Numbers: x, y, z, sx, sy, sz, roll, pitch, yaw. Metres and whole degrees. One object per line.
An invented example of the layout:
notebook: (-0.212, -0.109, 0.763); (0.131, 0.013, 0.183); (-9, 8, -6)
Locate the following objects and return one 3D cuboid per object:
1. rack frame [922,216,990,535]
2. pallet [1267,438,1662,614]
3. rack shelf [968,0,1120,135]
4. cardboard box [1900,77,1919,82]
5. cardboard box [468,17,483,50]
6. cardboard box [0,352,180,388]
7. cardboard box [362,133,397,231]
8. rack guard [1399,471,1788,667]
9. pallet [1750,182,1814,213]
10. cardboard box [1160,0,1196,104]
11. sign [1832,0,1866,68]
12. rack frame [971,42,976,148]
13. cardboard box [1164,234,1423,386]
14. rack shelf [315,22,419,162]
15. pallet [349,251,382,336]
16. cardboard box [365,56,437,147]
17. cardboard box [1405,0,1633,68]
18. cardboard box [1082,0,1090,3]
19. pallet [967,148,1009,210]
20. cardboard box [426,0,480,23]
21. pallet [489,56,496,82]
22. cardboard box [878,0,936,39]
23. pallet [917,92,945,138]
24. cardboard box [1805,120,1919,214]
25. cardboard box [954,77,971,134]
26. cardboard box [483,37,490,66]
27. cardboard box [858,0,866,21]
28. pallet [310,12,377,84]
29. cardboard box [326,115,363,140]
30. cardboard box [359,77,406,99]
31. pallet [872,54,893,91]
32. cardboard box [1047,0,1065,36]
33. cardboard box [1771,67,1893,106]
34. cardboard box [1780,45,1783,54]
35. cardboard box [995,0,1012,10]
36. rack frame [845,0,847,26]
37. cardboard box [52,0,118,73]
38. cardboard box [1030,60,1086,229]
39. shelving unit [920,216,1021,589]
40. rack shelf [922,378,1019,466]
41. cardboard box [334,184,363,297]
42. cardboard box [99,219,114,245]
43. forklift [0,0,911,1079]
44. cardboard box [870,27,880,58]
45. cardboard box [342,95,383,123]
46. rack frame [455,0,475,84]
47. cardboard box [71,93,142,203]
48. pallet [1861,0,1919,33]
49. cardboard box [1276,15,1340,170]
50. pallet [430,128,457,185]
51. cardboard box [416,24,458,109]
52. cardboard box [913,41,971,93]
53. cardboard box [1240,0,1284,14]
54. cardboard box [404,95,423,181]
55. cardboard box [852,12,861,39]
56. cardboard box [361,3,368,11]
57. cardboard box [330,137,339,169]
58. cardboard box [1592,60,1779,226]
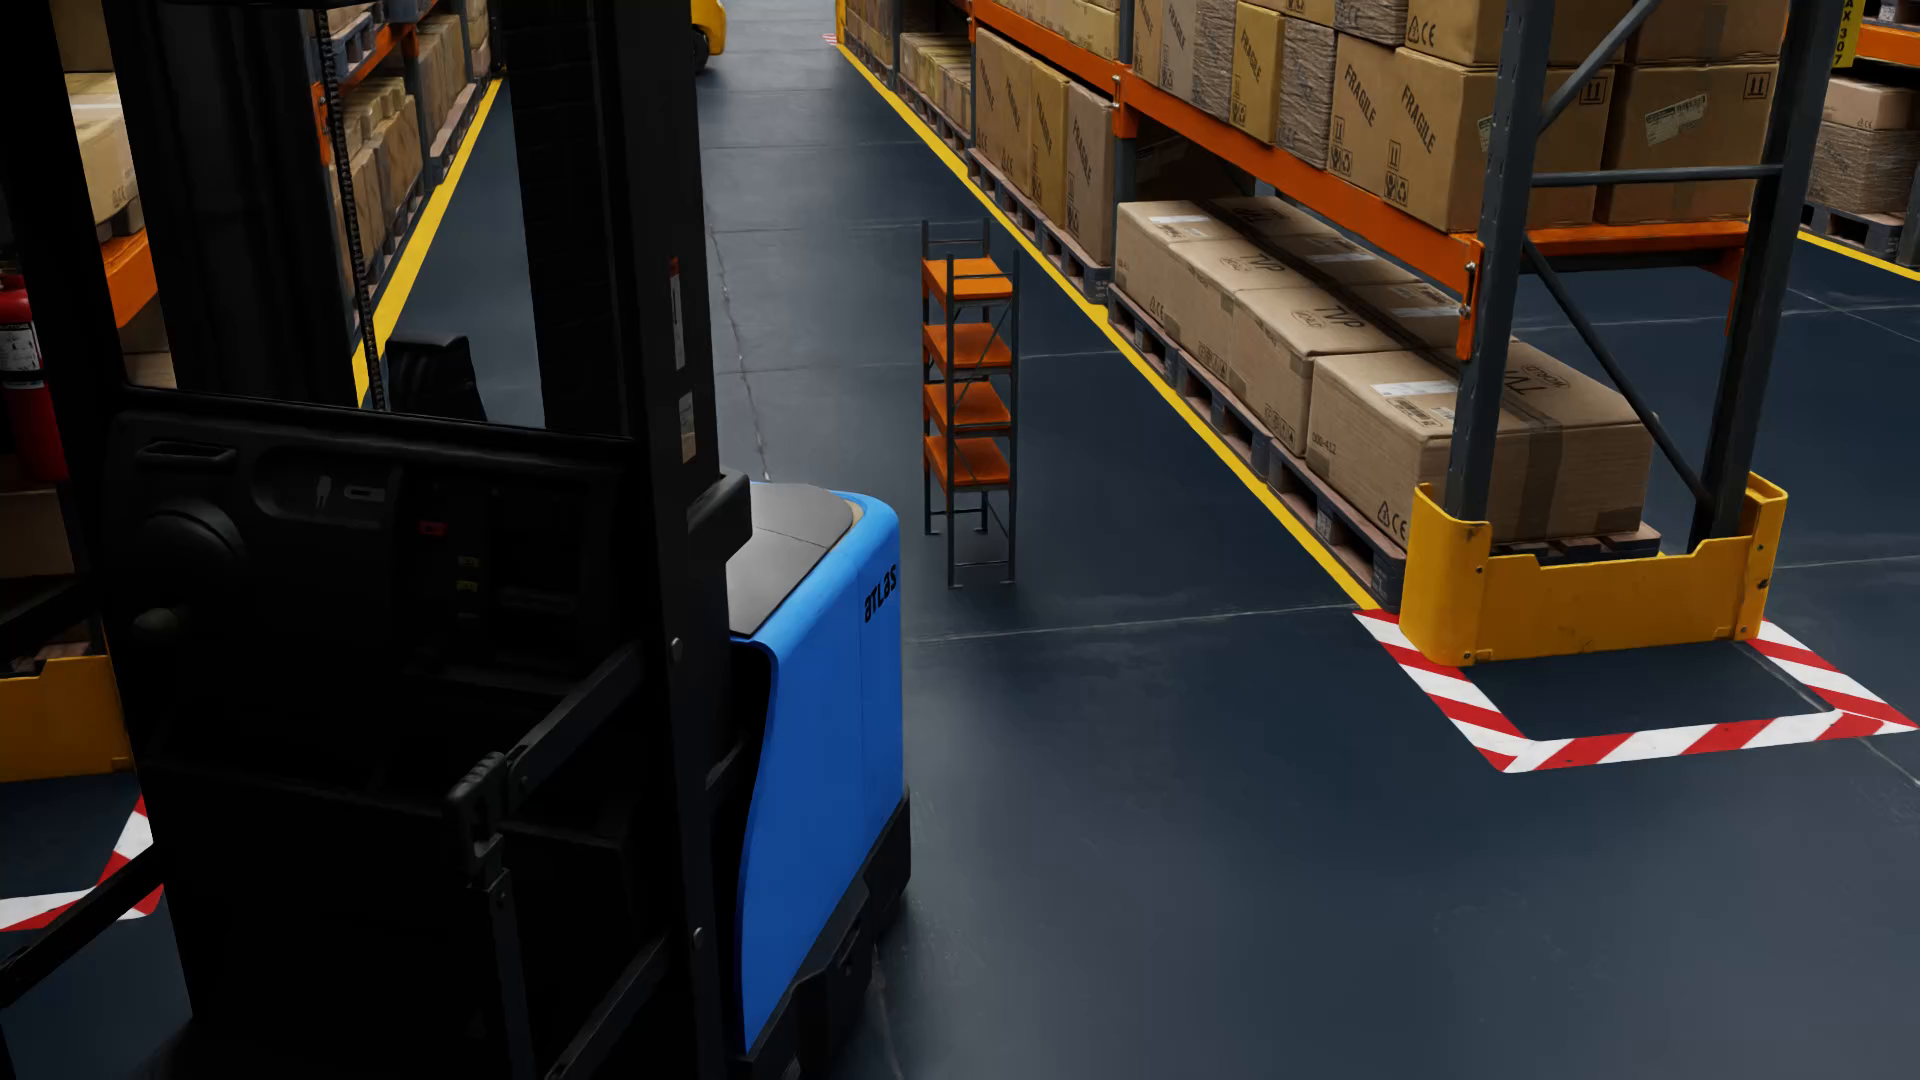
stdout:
rack frame: (-0.014, -0.581, 6.081); (0.240, 1.200, 0.015); (-4, 24, -10)
pallet: (1.837, -0.114, 6.248); (1.003, 0.211, 1.213); (-4, 24, -10)
rack shelf: (0.952, -3.114, 10.531); (1.077, 0.370, 4.000); (-4, 24, -10)
cardboard box: (6.291, -2.764, 10.492); (0.500, 0.250, 0.500); (-5, 24, -12)
cardboard box: (-4.821, -4.809, 15.800); (0.500, 0.250, 0.500); (-4, 24, -10)
cardboard box: (-2.956, -0.348, 5.898); (0.700, 0.500, 0.500); (-3, 24, -8)
cardboard box: (-3.710, -2.152, 10.027); (0.500, 0.500, 0.500); (-5, 24, -12)
rack guard: (2.066, 0.072, 5.462); (1.175, 0.500, 0.348); (-4, 24, -10)
pallet: (5.793, -2.572, 11.875); (1.003, 0.211, 1.213); (-4, 24, -10)
cardboard box: (1.240, -2.300, 7.645); (0.500, 0.500, 0.500); (-4, 24, -9)
sign: (2.608, -1.555, 4.882); (0.100, 0.325, 0.005); (-4, 24, -10)
rack frame: (0.582, -4.230, 12.188); (1.000, 3.000, 0.127); (-4, 24, -10)
cardboard box: (1.499, -1.068, 7.624); (0.875, 0.438, 0.875); (-5, 24, -11)
rack shelf: (-3.925, -2.745, 9.686); (1.077, 0.370, 4.000); (-4, 24, -10)
pallet: (-3.743, -1.327, 9.025); (1.003, 0.211, 1.213); (-4, 24, -10)
cardboard box: (-4.397, -3.212, 12.299); (0.875, 0.625, 0.625); (-4, 24, -8)
cardboard box: (1.738, -1.759, 5.157); (0.500, 0.500, 0.500); (-4, 24, -8)
cardboard box: (0.902, -3.169, 9.320); (0.500, 0.250, 0.500); (-4, 24, -8)
pallet: (0.654, -2.637, 12.023); (1.003, 0.211, 1.213); (-4, 24, -10)
cardboard box: (-4.816, -5.039, 15.701); (0.500, 0.250, 0.500); (-5, 24, -11)
pallet: (-5.370, -4.954, 17.328); (1.003, 0.211, 1.213); (-4, 24, -10)
cardboard box: (-0.531, -5.292, 16.594); (0.500, 0.500, 0.500); (-5, 24, -10)
pallet: (0.217, -3.739, 14.546); (1.003, 0.211, 1.213); (-4, 24, -10)
cardboard box: (5.783, -2.382, 10.555); (0.500, 0.500, 0.500); (-5, 24, -11)
cardboard box: (0.488, -3.441, 13.140); (0.950, 0.372, 0.625); (-6, 24, -13)
cardboard box: (-4.908, -4.780, 16.359); (0.500, 0.250, 0.500); (-5, 24, -11)
cardboard box: (-0.829, -5.903, 17.991); (0.500, 0.500, 0.500); (-4, 24, -9)
pallet: (-3.596, -2.522, 8.517); (1.003, 0.211, 1.213); (-4, 24, -10)
cardboard box: (-3.742, -2.406, 9.799); (0.380, 0.149, 0.250); (-4, 24, -10)
cardboard box: (-3.955, -3.030, 11.228); (0.380, 0.149, 0.250); (-5, 24, -12)
pallet: (-0.316, -4.787, 16.947); (1.003, 0.211, 1.213); (-4, 24, -10)
cardboard box: (0.823, -3.146, 9.893); (0.500, 0.250, 0.500); (-5, 24, -11)
cardboard box: (5.700, -2.931, 10.874); (0.500, 0.250, 0.500); (-3, 24, -7)
cardboard box: (5.995, -3.378, 11.899); (0.500, 0.250, 0.500); (-4, 24, -9)
cardboard box: (0.538, -3.750, 11.275); (0.500, 0.250, 0.500); (-5, 24, -11)
rack frame: (-0.897, -7.377, 19.393); (1.000, 3.000, 0.127); (-4, 24, -10)
cardboard box: (-2.913, -1.914, 5.764); (0.500, 0.500, 0.500); (-4, 24, -8)
cardboard box: (0.954, -2.468, 10.284); (0.875, 0.875, 0.875); (-4, 24, -8)
shelving unit: (0.031, -0.485, 5.861); (0.258, 1.200, 0.503); (-4, 24, -10)
rack shelf: (0.031, -0.423, 5.888); (0.258, 0.148, 0.480); (-4, 24, -10)
cardboard box: (-3.424, -1.542, 8.631); (0.500, 0.500, 0.500); (-3, 24, -7)
cardboard box: (-2.782, -0.947, 4.983); (0.380, 0.149, 0.250); (-5, 24, -10)
forklift: (-1.030, 0.050, 2.473); (1.130, 2.935, 3.031); (7, 24, 15)
cardboard box: (-0.639, -5.157, 17.221); (0.500, 0.250, 0.500); (-5, 24, -11)
cardboard box: (-3.865, -2.711, 10.497); (0.380, 0.149, 0.250); (-4, 24, -8)
rack frame: (-5.035, -5.435, 14.946); (1.000, 3.000, 0.127); (-4, 24, -10)
cardboard box: (-2.728, -1.179, 5.017); (0.500, 0.250, 0.500); (-4, 24, -9)
pallet: (6.169, -3.286, 10.267); (1.003, 0.211, 1.213); (-4, 24, -10)
cardboard box: (1.529, -1.700, 6.269); (0.500, 0.500, 0.500); (-4, 24, -8)
pallet: (-4.409, -2.910, 12.649); (1.003, 0.211, 1.213); (-4, 24, -10)
cardboard box: (-4.791, -4.029, 14.169); (0.875, 0.625, 0.625); (-5, 24, -10)
cardboard box: (0.078, -4.303, 15.113); (0.950, 0.372, 0.625); (-3, 24, -6)
cardboard box: (1.433, -2.356, 6.522); (0.500, 0.500, 0.500); (-4, 24, -10)
cardboard box: (-4.006, -2.758, 11.415); (0.500, 0.500, 0.500); (-4, 24, -8)
cardboard box: (-0.933, -5.770, 18.625); (0.500, 0.250, 0.500); (-3, 24, -8)
cardboard box: (-3.435, -2.994, 9.000); (0.396, 0.266, 0.258); (-3, 24, -7)
cardboard box: (-3.610, -2.103, 9.106); (0.380, 0.149, 0.250); (-5, 24, -11)
cardboard box: (2.255, -1.339, 5.444); (0.500, 0.500, 0.500); (-4, 24, -10)
